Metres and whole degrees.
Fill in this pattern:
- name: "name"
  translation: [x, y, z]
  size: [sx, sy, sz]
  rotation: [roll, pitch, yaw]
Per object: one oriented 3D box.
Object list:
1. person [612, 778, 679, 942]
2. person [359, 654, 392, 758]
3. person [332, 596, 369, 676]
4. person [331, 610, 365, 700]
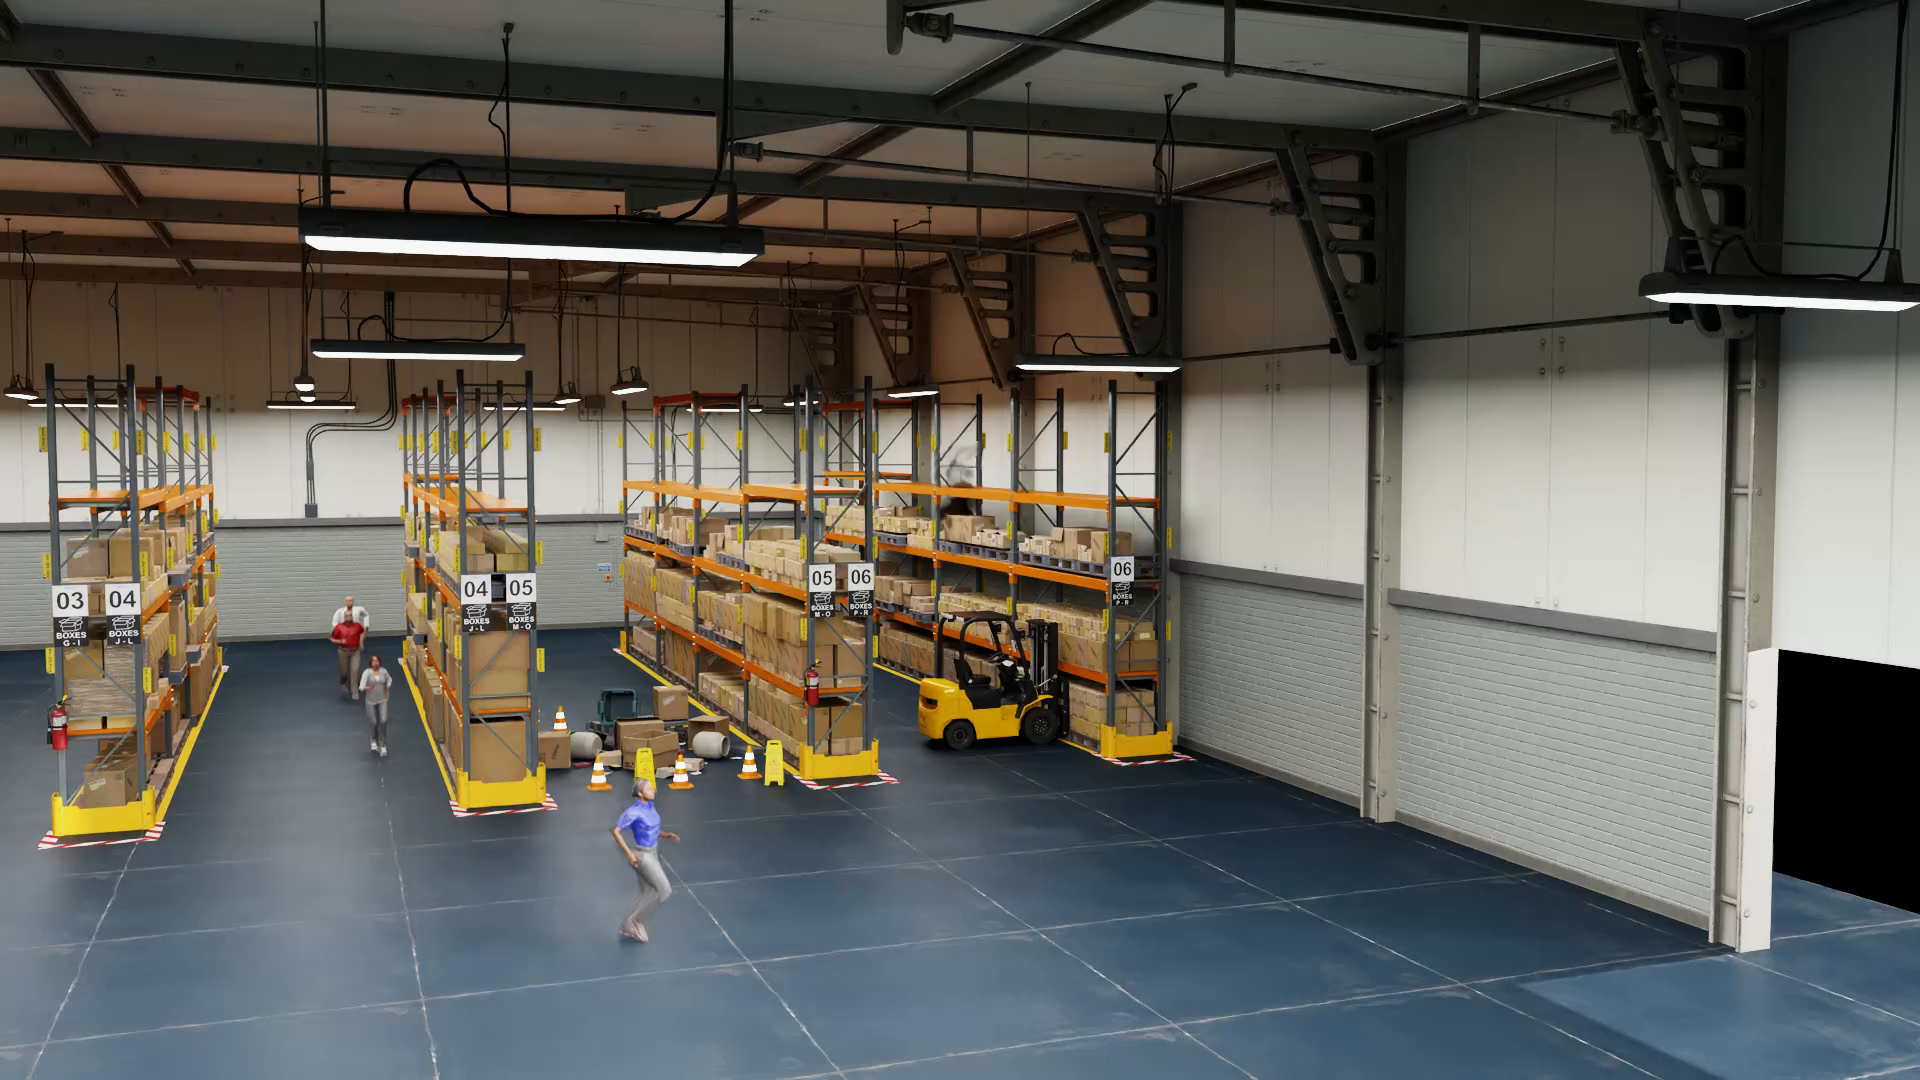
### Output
- name: "person"
  translation: [-3.124, 3.201, 16.664]
  size: [0.641, 1.625, 0.554]
  rotation: [0, 3, 7]
- name: "person"
  translation: [-9.349, 2.641, 26.636]
  size: [0.522, 1.639, 0.700]
  rotation: [-2, 4, -25]
- name: "person"
  translation: [-12.783, 2.070, 34.913]
  size: [0.726, 1.816, 1.043]
  rotation: [-1, 3, -17]
- name: "person"
  translation: [-11.888, 2.216, 32.369]
  size: [0.665, 1.699, 1.010]
  rotation: [-2, 4, -29]
